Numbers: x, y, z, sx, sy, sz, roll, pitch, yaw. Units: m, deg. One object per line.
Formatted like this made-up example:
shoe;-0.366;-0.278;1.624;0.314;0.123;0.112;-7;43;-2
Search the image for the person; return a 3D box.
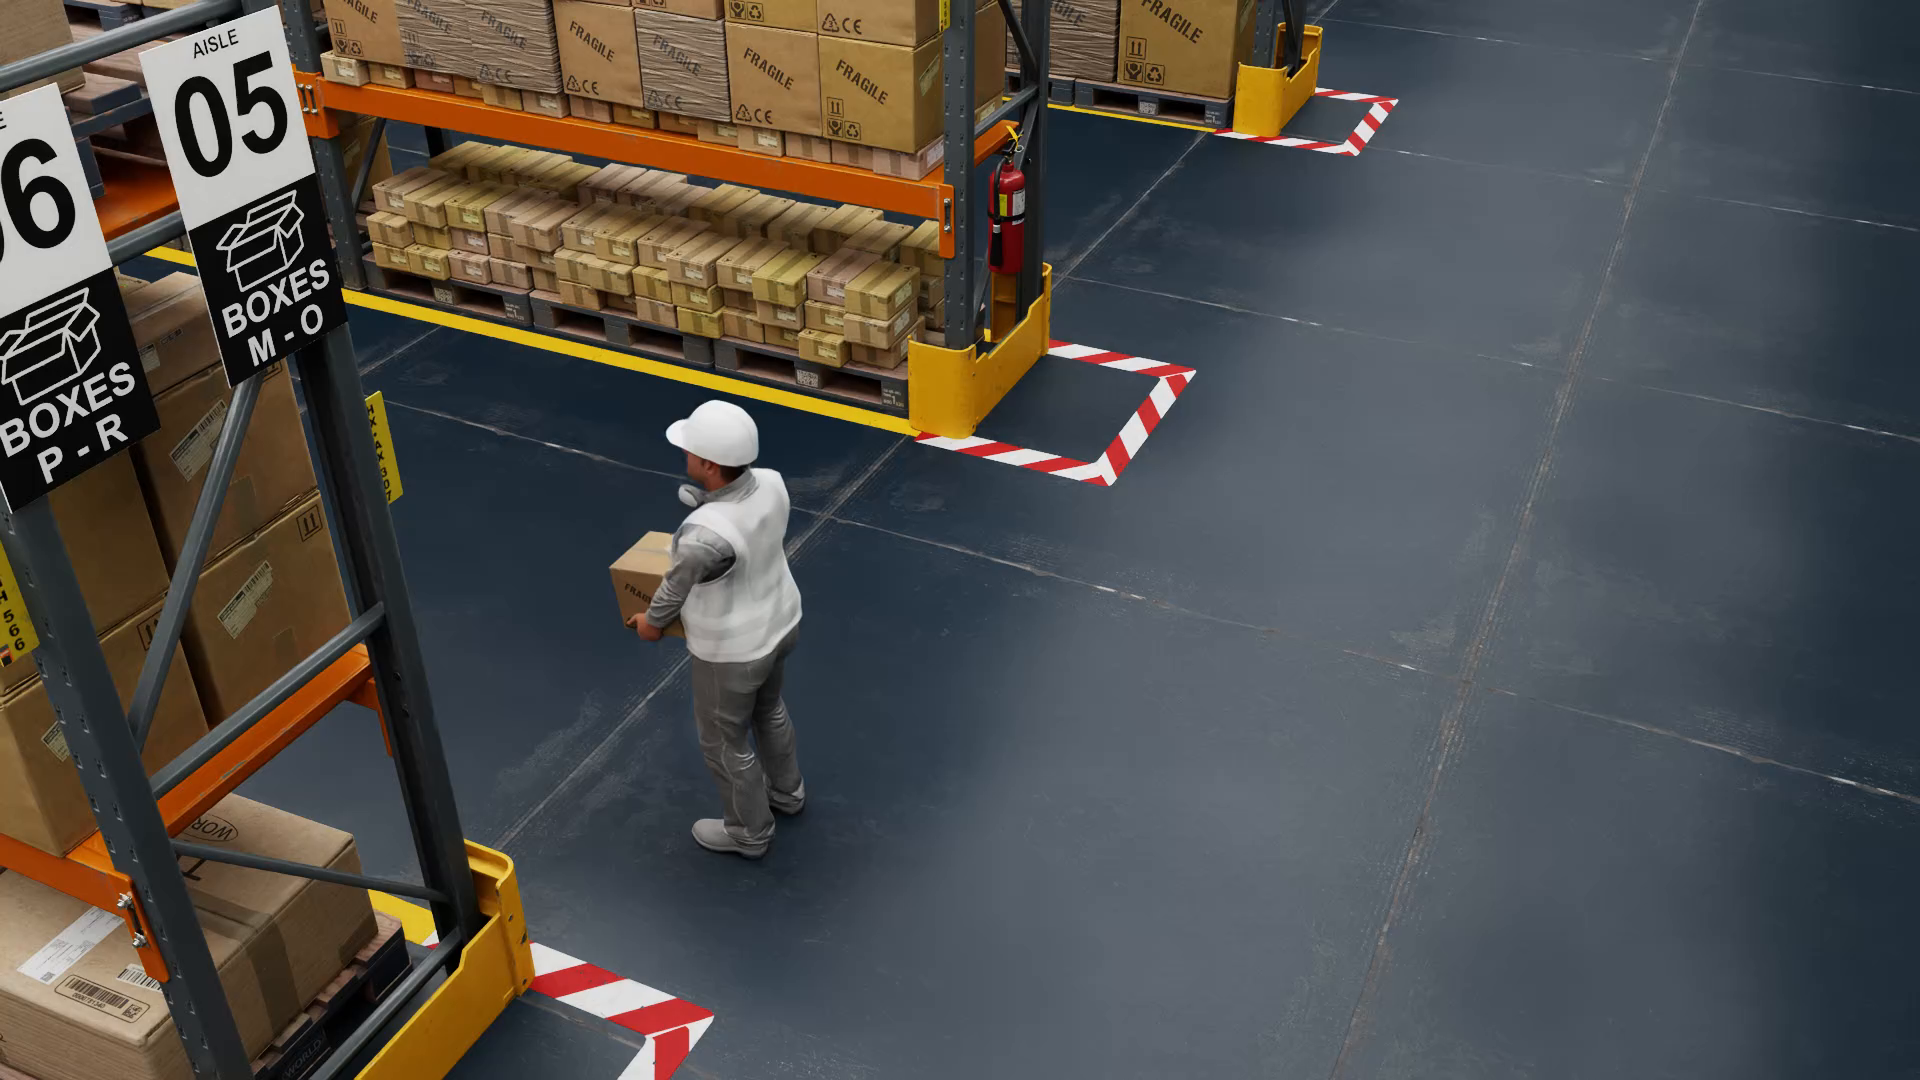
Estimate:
person;-0.836;0.297;5.673;0.552;1.772;0.495;14;36;20
